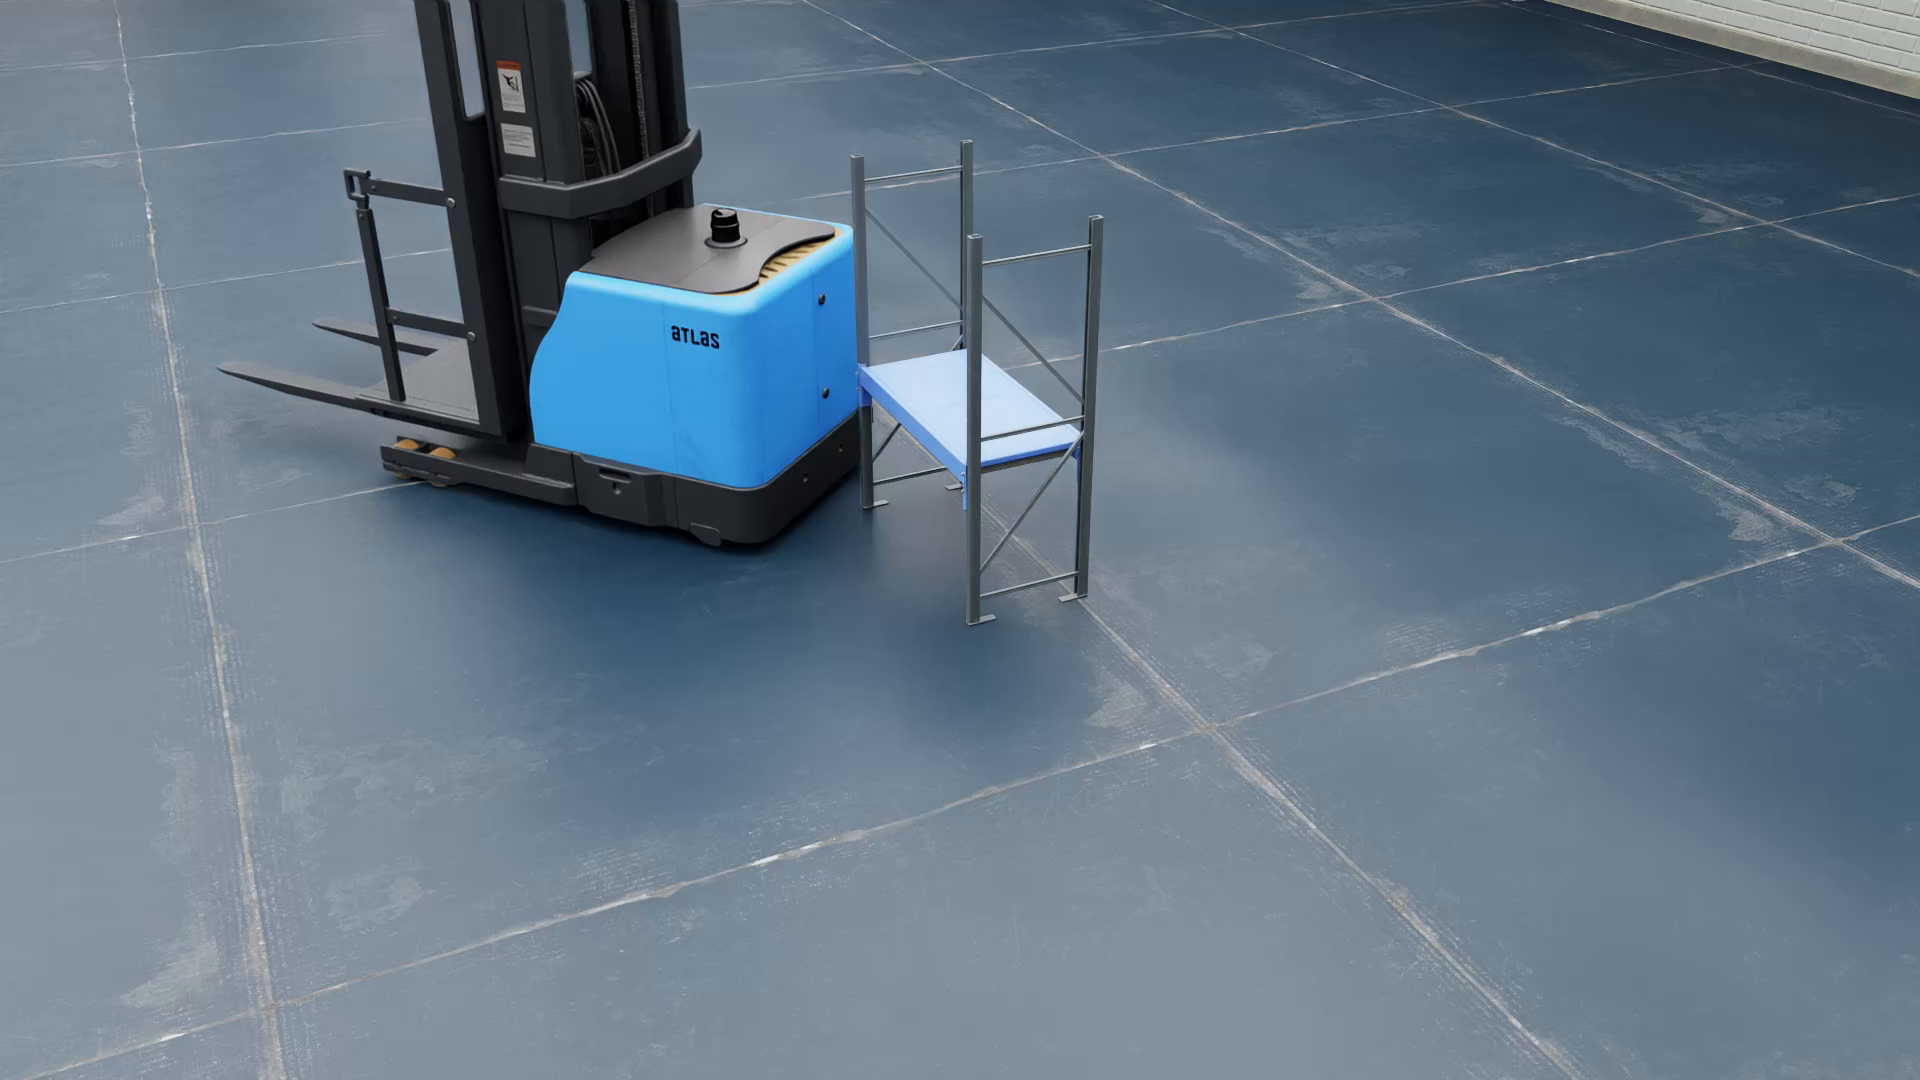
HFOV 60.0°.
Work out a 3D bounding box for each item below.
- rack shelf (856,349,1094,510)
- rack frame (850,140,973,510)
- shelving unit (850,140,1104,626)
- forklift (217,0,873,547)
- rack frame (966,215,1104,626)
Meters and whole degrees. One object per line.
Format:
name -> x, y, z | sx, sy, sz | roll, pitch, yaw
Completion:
rack shelf -> 0.037, -0.460, 6.404 | 0.538, 0.185, 1.000 | -13, 32, -22
rack frame -> -0.182, -0.841, 6.716 | 0.500, 1.500, 0.032 | -13, 32, -22
shelving unit -> 0.037, -0.616, 6.316 | 0.538, 1.500, 1.048 | -13, 32, -22
forklift -> -1.943, -1.726, 6.831 | 3.031, 2.935, 1.130 | 13, 32, 21
rack frame -> 0.255, -0.392, 5.916 | 0.500, 1.500, 0.032 | -13, 32, -22
